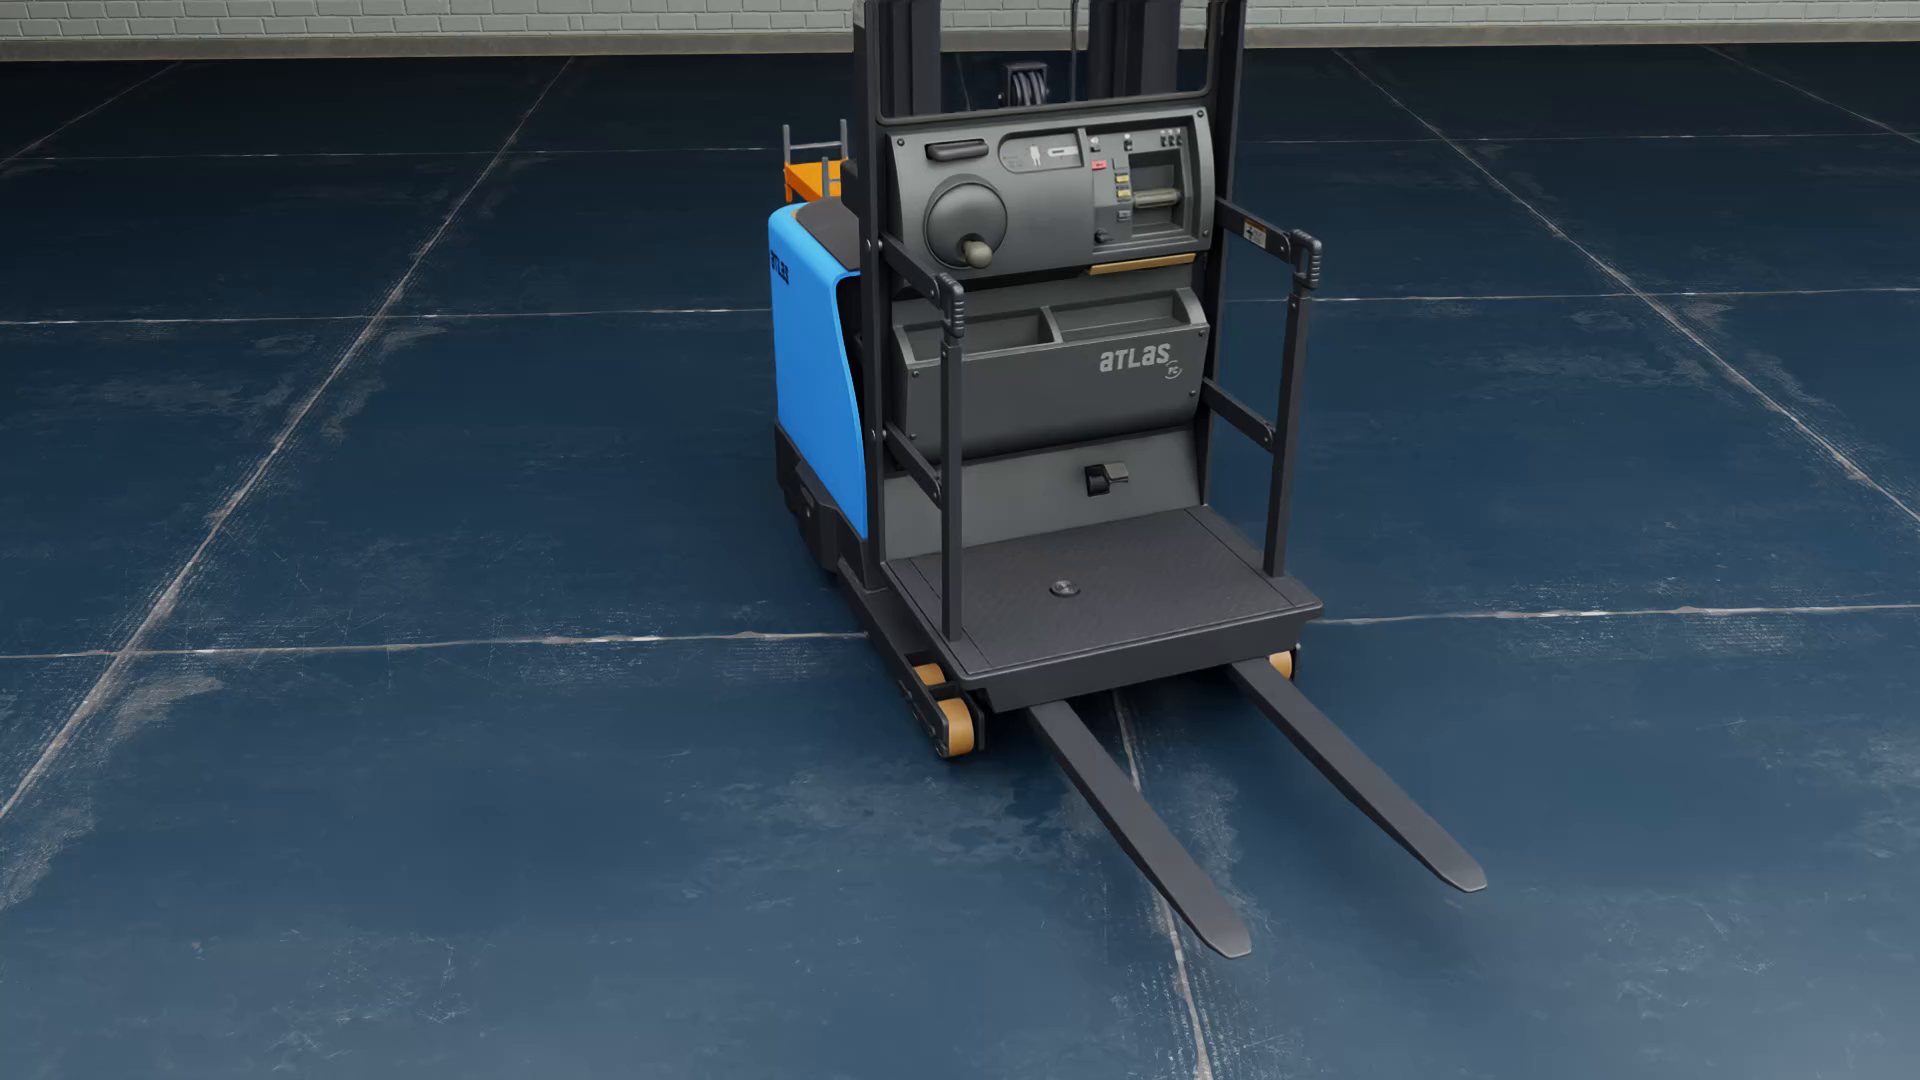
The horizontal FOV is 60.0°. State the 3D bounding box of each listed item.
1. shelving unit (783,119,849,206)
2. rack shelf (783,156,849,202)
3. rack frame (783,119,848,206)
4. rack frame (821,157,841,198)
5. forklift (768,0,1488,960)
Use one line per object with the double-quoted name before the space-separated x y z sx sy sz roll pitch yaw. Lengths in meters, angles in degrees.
"shelving unit" -0.444 -0.890 6.160 0.258 1.200 0.503 -10 29 -19
"rack shelf" -0.444 -1.239 5.978 0.258 0.148 0.480 -10 29 -19
"rack frame" -0.532 -0.996 6.362 0.240 1.200 0.015 -10 29 -19
"rack frame" -0.356 -0.785 5.958 0.240 1.200 0.015 -10 29 -19
"forklift" 0.343 -0.916 4.337 1.130 2.935 3.031 -10 29 -19
